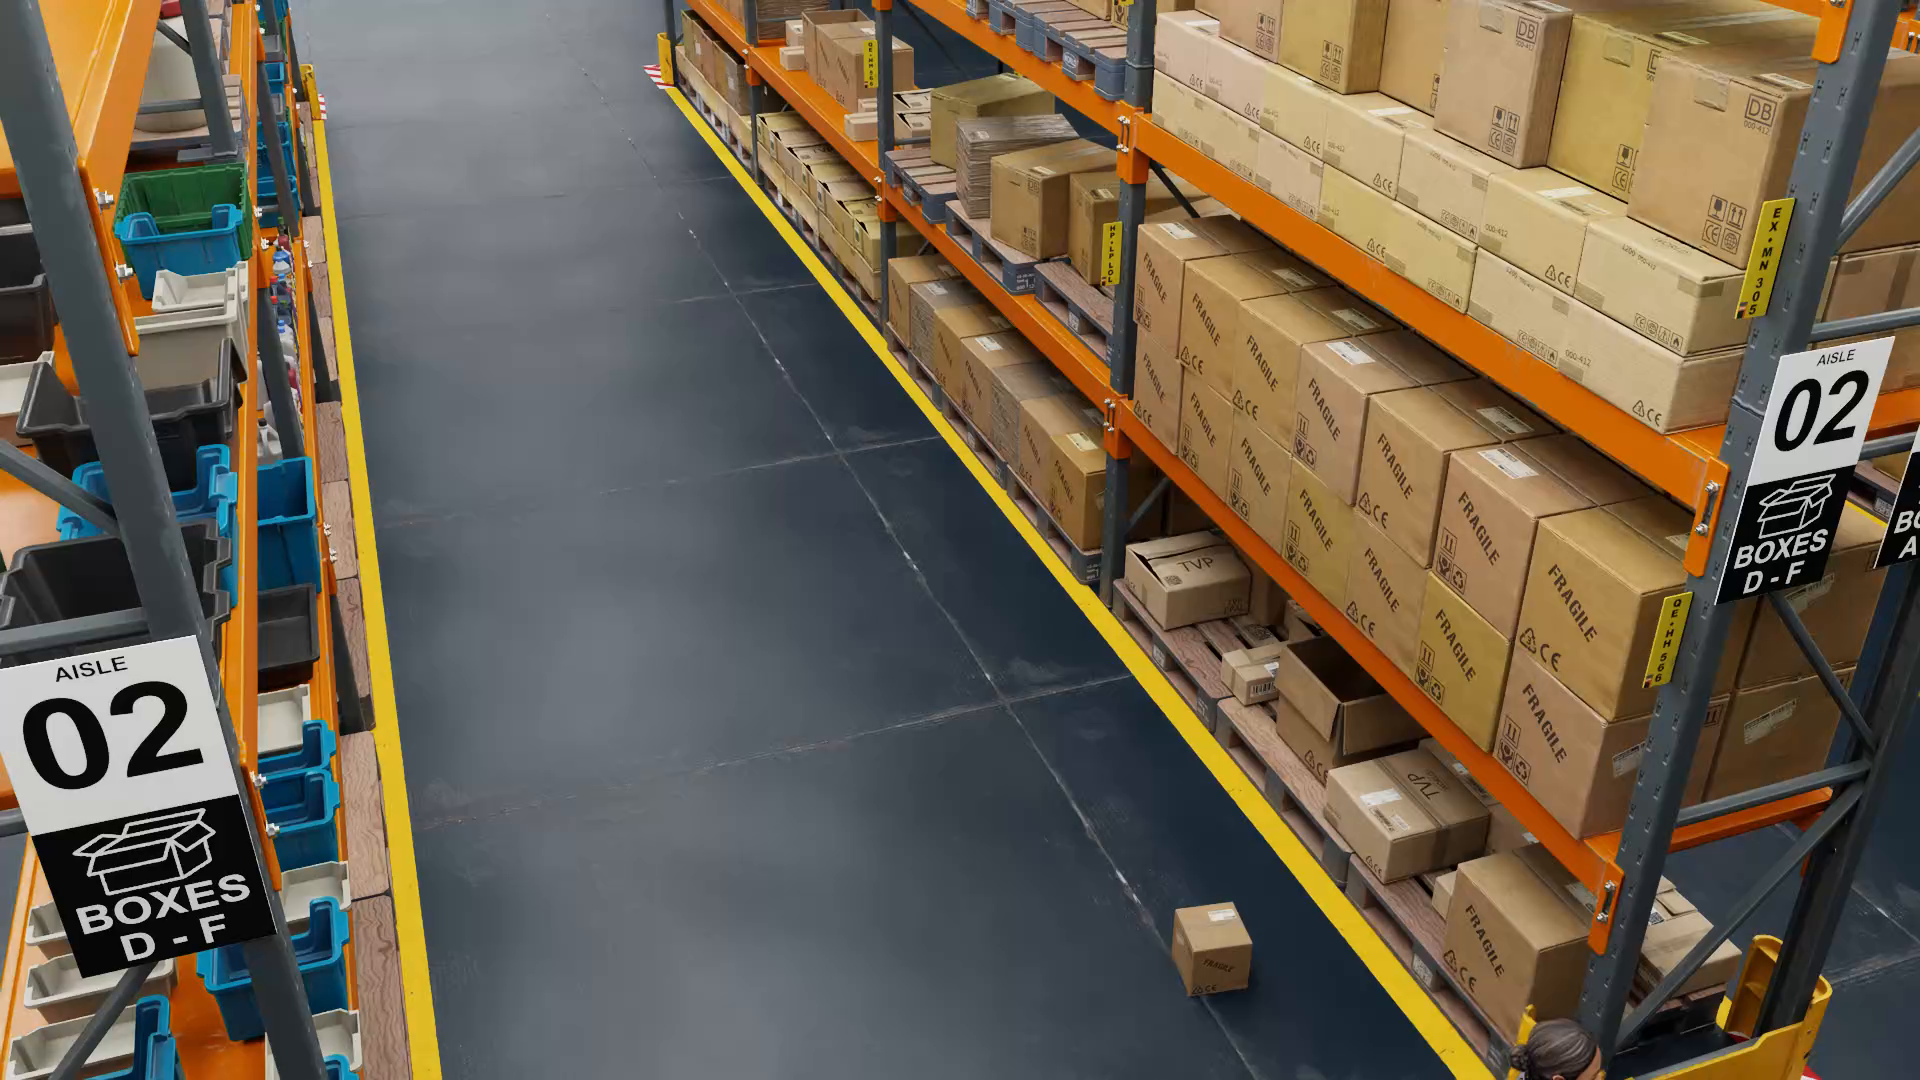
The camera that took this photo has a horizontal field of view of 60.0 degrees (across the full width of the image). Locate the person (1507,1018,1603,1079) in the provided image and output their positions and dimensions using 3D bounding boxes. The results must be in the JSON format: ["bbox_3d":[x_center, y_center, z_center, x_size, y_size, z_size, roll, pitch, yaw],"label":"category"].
[{"bbox_3d":[1.573,2.032,4.820,0.719,1.620,0.521,25,38,36],"label":"person"}]
